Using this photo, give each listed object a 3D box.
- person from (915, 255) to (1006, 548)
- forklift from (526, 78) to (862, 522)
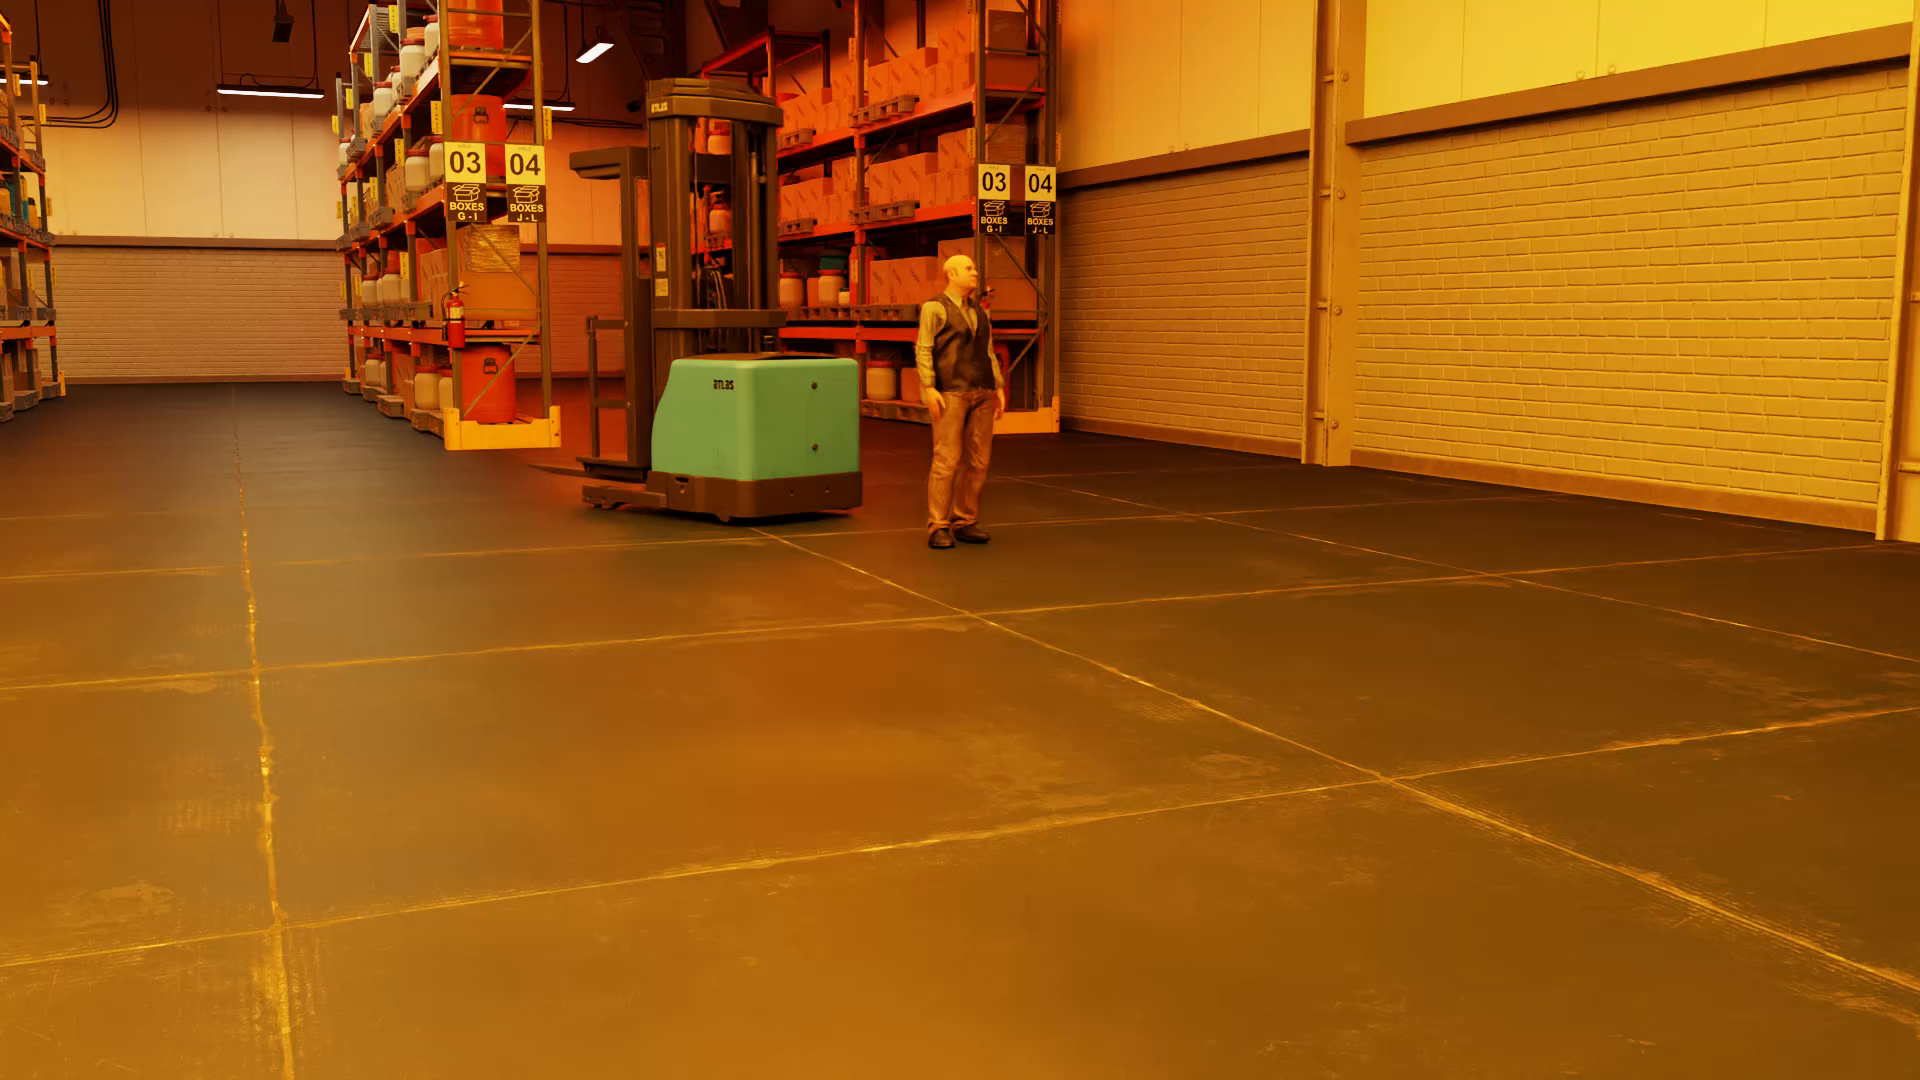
[{"bbox_3d":[0.011,-0.845,9.998,0.698,1.719,0.476,-7,10,-43],"label":"person"},{"bbox_3d":[-2.062,-1.707,11.888,1.130,2.935,3.031,-7,11,-44],"label":"forklift"}]
